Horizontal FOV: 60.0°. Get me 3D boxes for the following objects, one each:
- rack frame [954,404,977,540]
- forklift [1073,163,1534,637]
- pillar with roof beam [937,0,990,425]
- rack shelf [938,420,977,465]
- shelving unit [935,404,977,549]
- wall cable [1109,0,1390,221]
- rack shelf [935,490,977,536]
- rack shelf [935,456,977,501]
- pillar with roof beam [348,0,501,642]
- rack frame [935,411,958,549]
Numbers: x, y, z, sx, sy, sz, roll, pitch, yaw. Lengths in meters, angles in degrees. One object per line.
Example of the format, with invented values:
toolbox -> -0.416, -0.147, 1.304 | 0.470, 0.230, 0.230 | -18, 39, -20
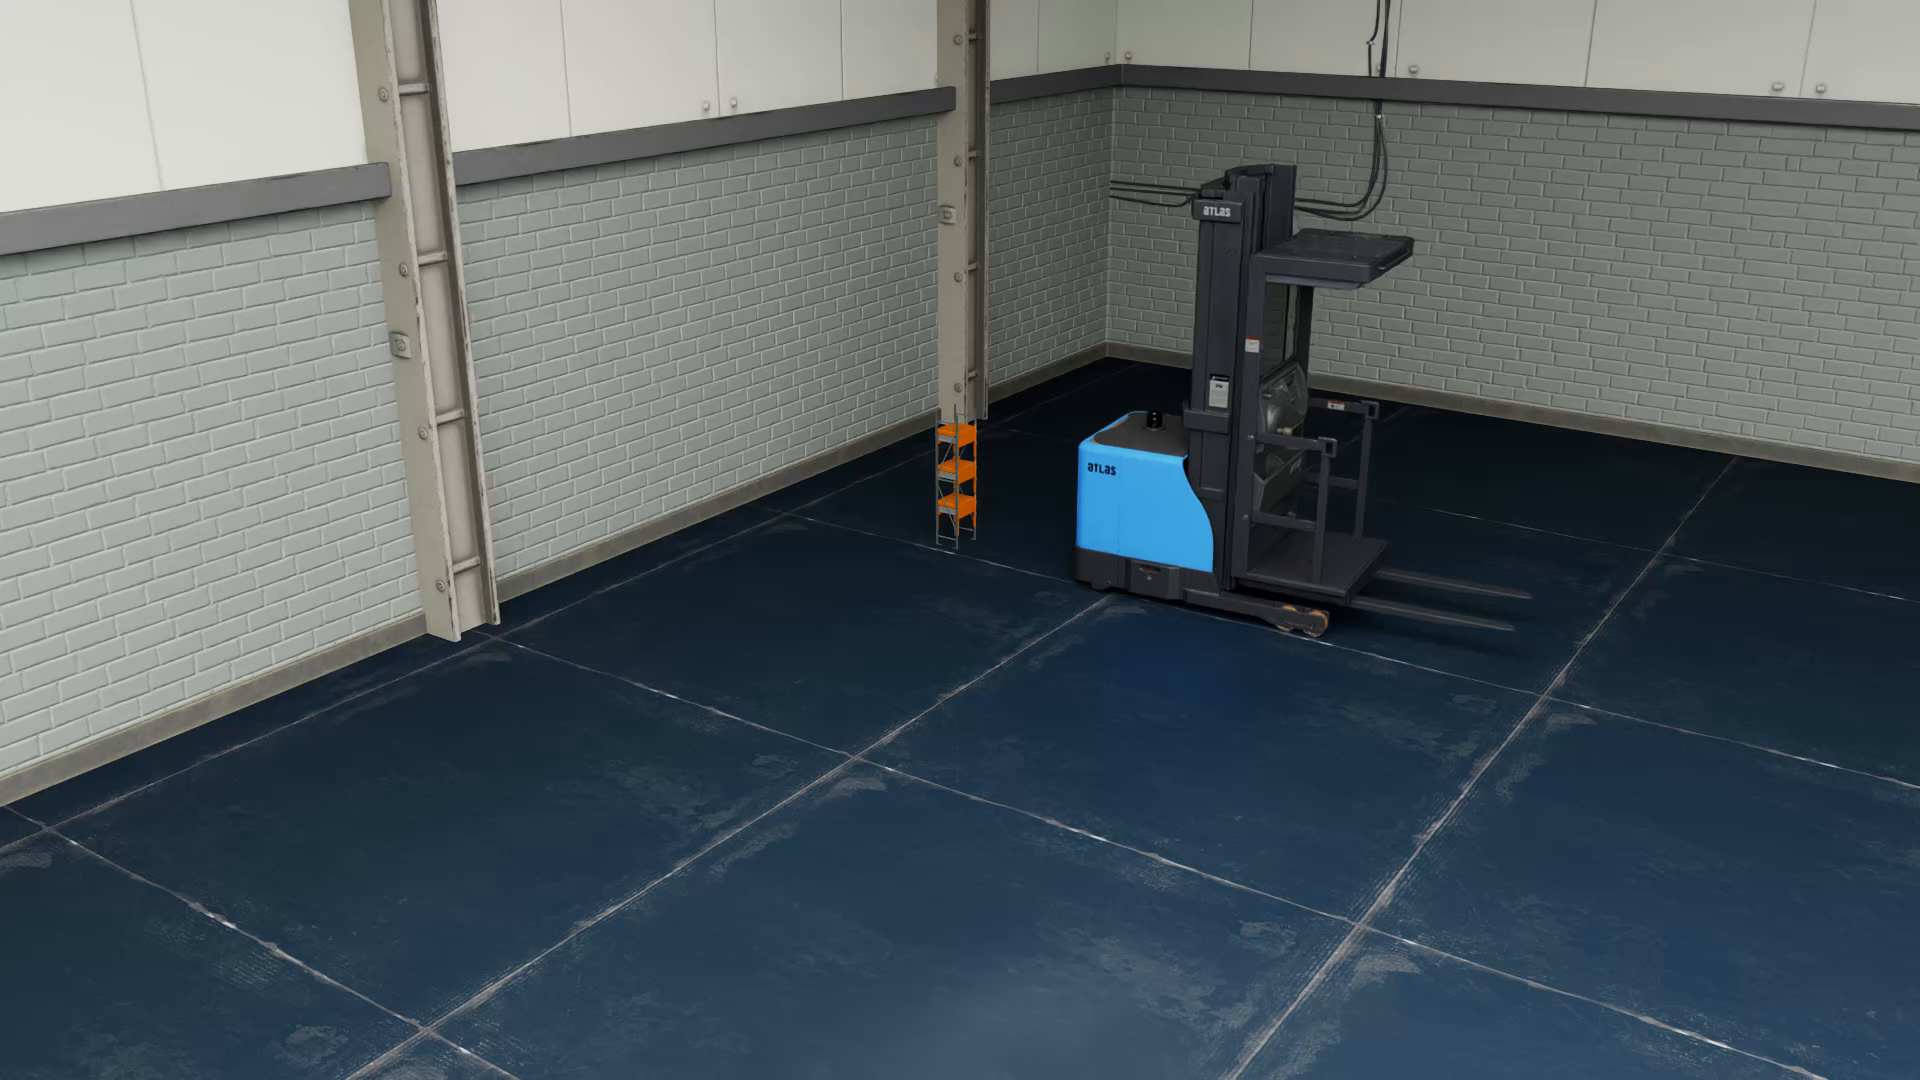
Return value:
rack frame -> 0.039, -0.512, 12.636 | 0.200, 1.050, 0.008 | 13, 24, 32
forklift -> 2.348, -0.945, 11.094 | 3.031, 2.935, 1.130 | 11, 23, 27
pillar with roof beam -> 3.592, -4.517, 12.004 | 9.100, 9.000, 0.400 | 13, 24, 32
rack shelf -> -0.030, -0.733, 12.446 | 0.215, 0.259, 0.240 | 13, 24, 32
shelving unit -> -0.030, -0.477, 12.541 | 0.215, 1.050, 0.252 | 13, 24, 32
wall cable -> 2.781, -4.487, 16.401 | 3.097, 2.526, 0.112 | 13, 24, 32
rack shelf -> -0.030, -0.206, 12.641 | 0.215, 0.259, 0.240 | 13, 24, 32
rack shelf -> -0.030, -0.467, 12.545 | 0.215, 0.259, 0.240 | 13, 24, 32
pillar with roof beam -> 0.219, -2.795, 7.350 | 9.100, 9.000, 0.400 | 13, 24, 32
rack frame -> -0.099, -0.442, 12.447 | 0.200, 1.050, 0.008 | 13, 24, 32
